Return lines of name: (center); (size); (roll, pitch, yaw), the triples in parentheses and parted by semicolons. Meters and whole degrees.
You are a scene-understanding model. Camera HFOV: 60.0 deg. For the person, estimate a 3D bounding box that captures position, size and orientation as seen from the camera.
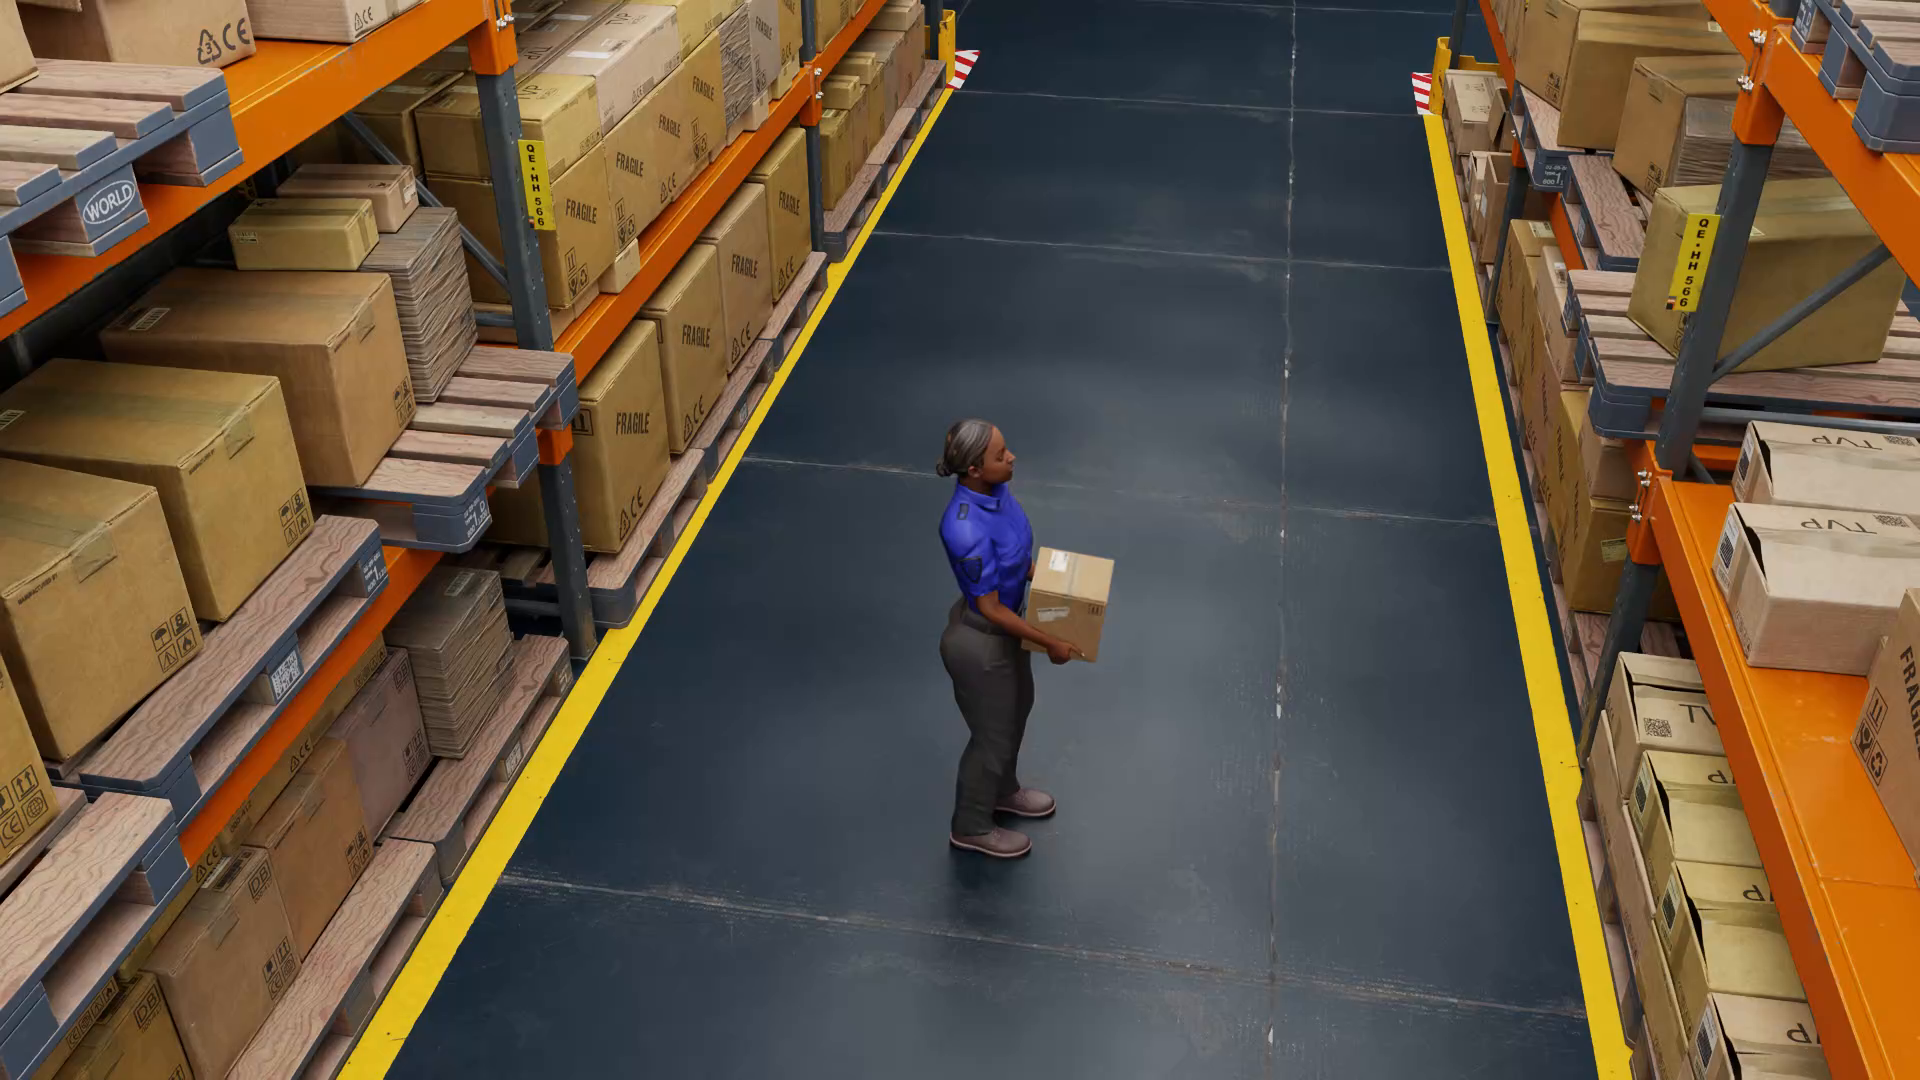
person: (0.176, 0.342, 5.616); (0.516, 1.645, 0.449); (5, 33, 8)
